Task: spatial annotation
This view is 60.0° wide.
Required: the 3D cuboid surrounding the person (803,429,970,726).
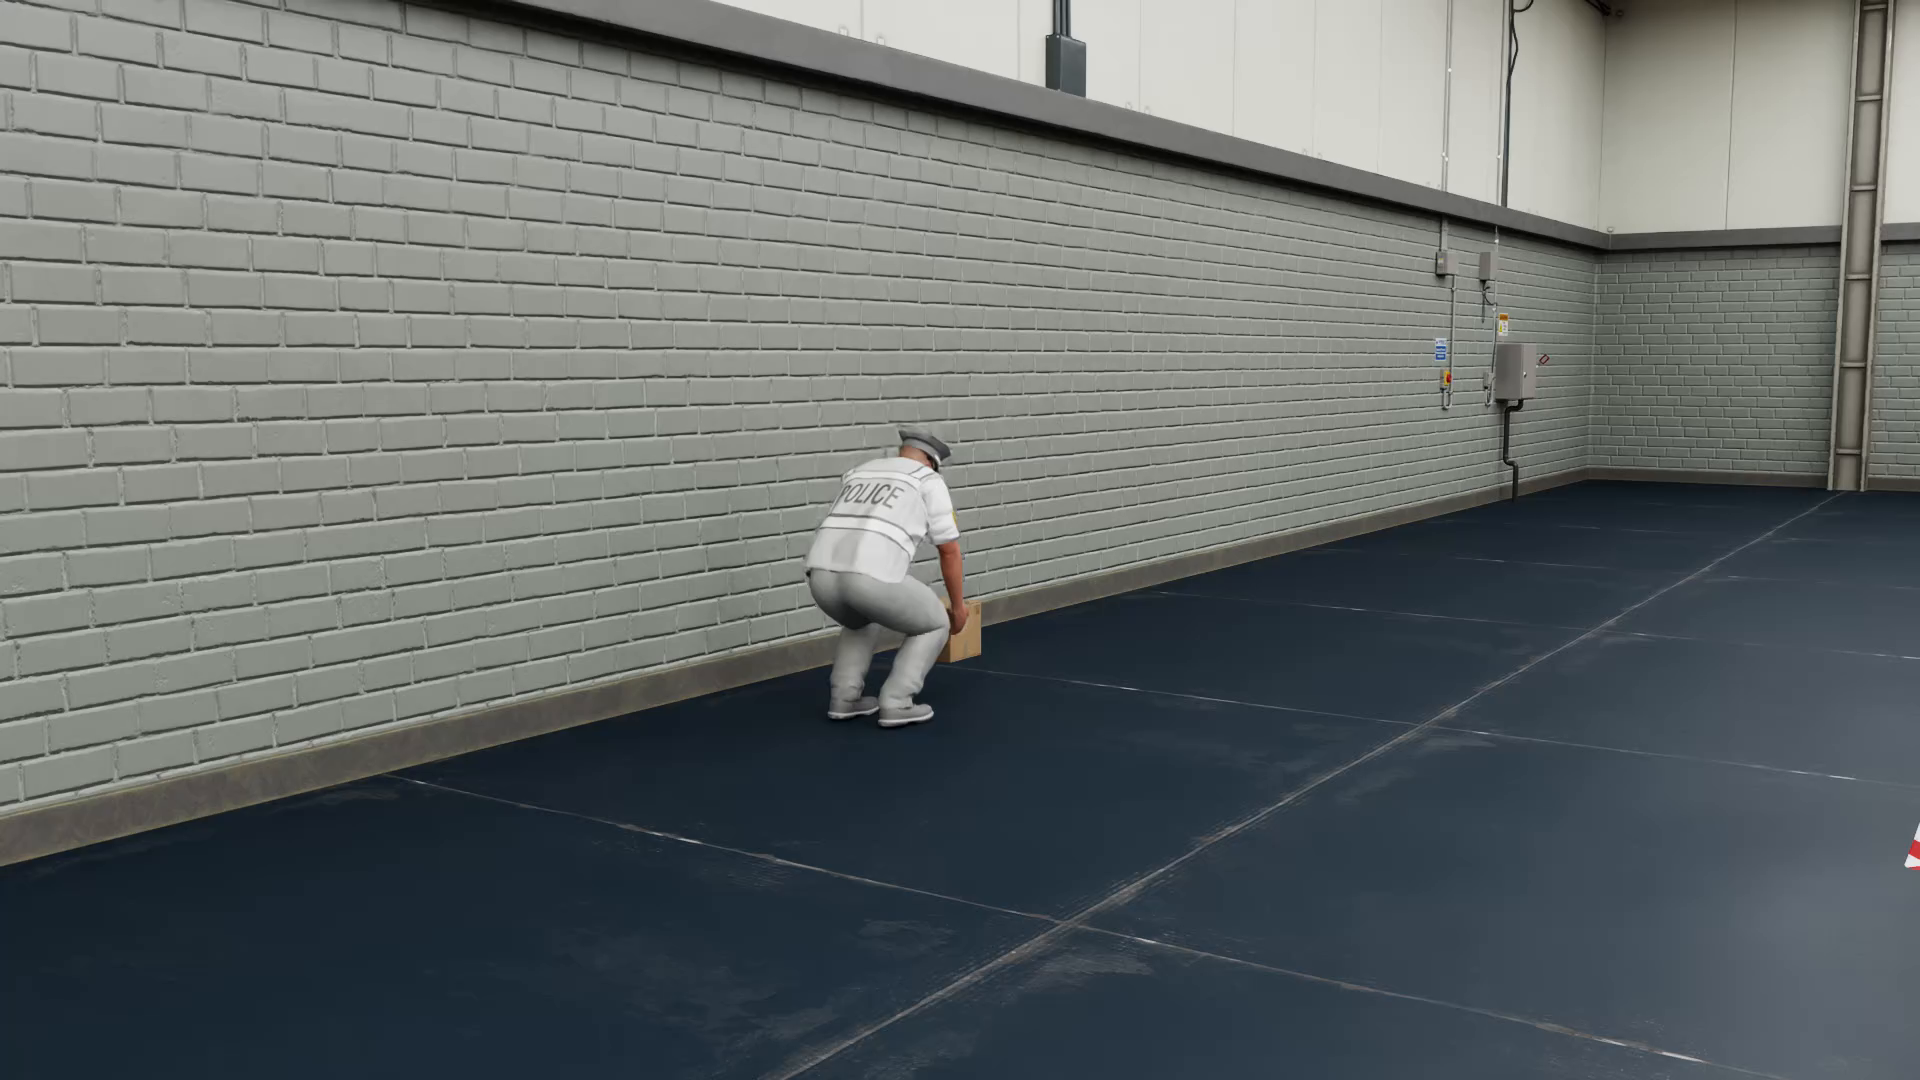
[{"bbox_3d":[-0.331,0.151,7.234,0.581,1.242,0.882,4,7,33],"label":"person"}]
